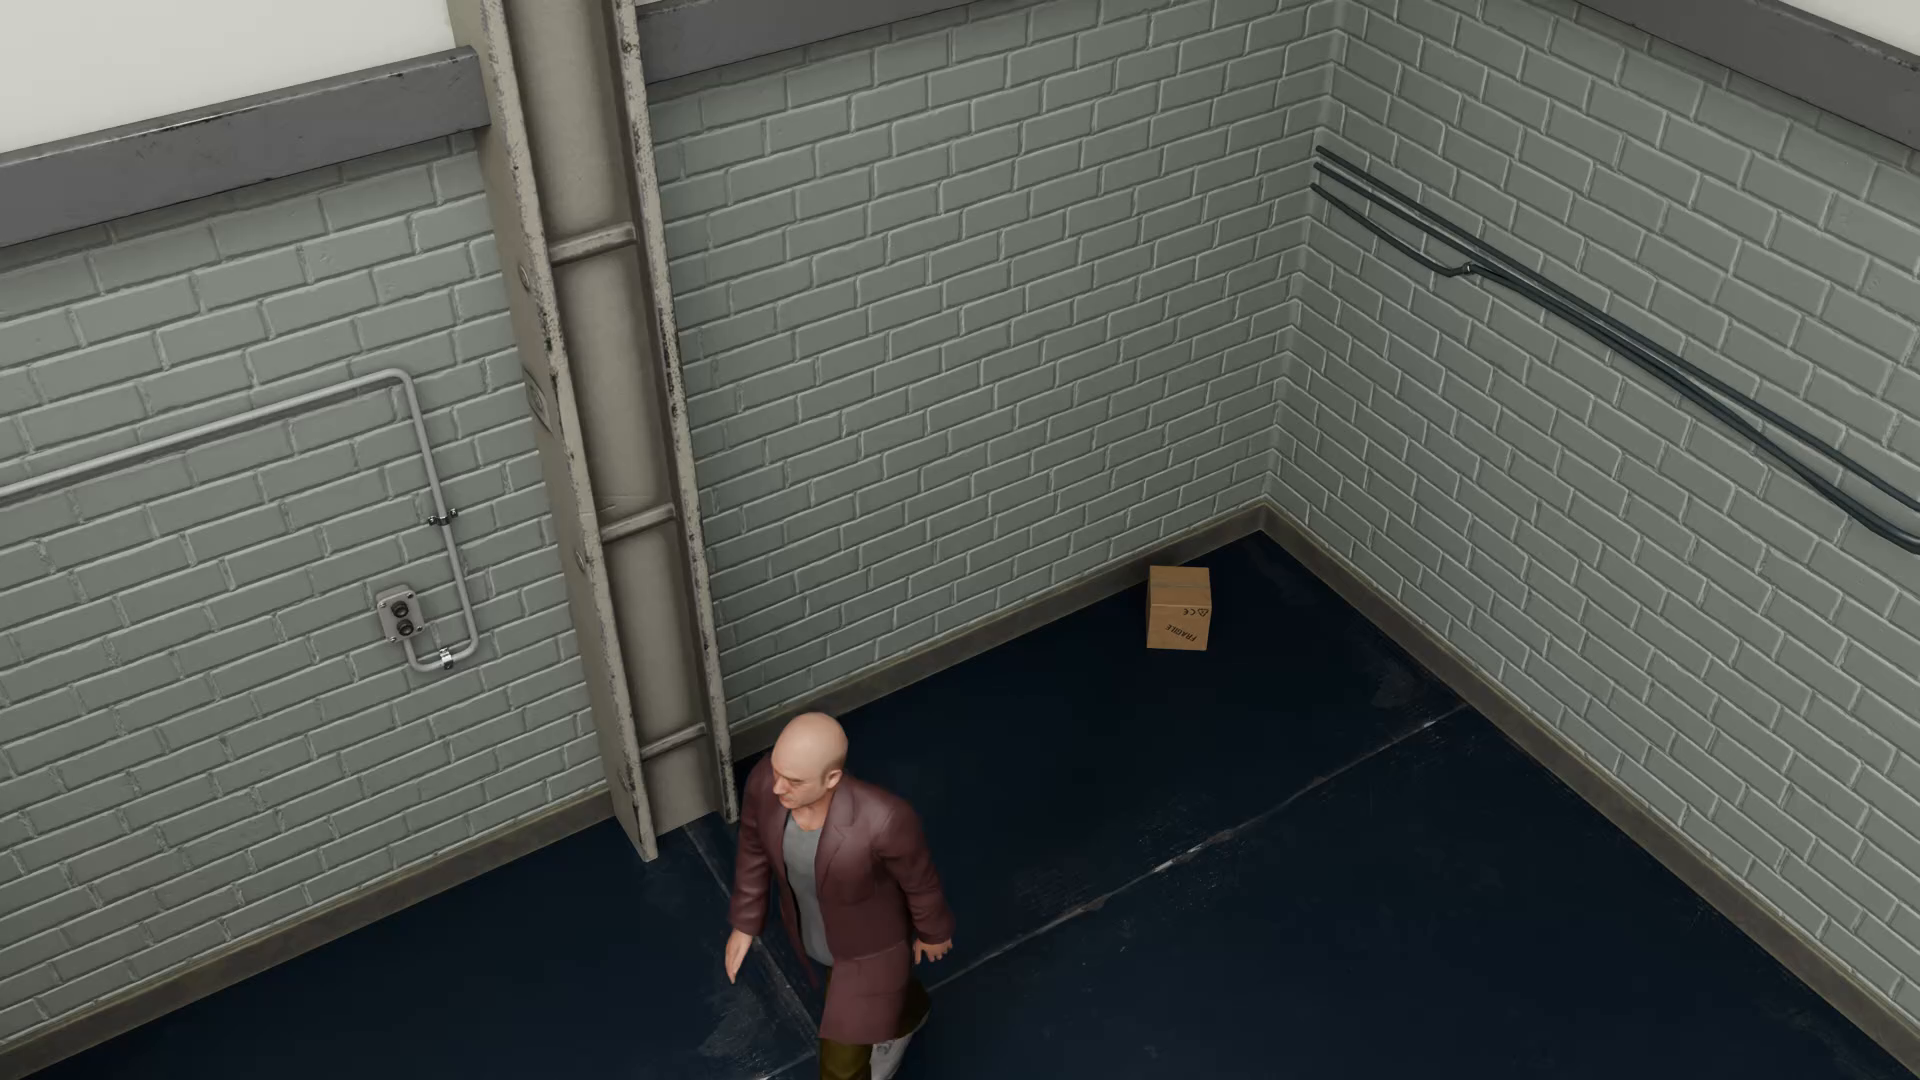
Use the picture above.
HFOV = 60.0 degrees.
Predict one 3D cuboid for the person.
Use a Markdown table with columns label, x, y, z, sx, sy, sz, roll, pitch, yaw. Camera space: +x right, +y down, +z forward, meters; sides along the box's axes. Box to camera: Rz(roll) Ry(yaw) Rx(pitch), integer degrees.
| label | x | y | z | sx | sy | sz | roll | pitch | yaw |
| --- | --- | --- | --- | --- | --- | --- | --- | --- | --- |
| person | -0.386 | 1.158 | 4.797 | 0.610 | 1.782 | 0.911 | 26 | 46 | 27 |
